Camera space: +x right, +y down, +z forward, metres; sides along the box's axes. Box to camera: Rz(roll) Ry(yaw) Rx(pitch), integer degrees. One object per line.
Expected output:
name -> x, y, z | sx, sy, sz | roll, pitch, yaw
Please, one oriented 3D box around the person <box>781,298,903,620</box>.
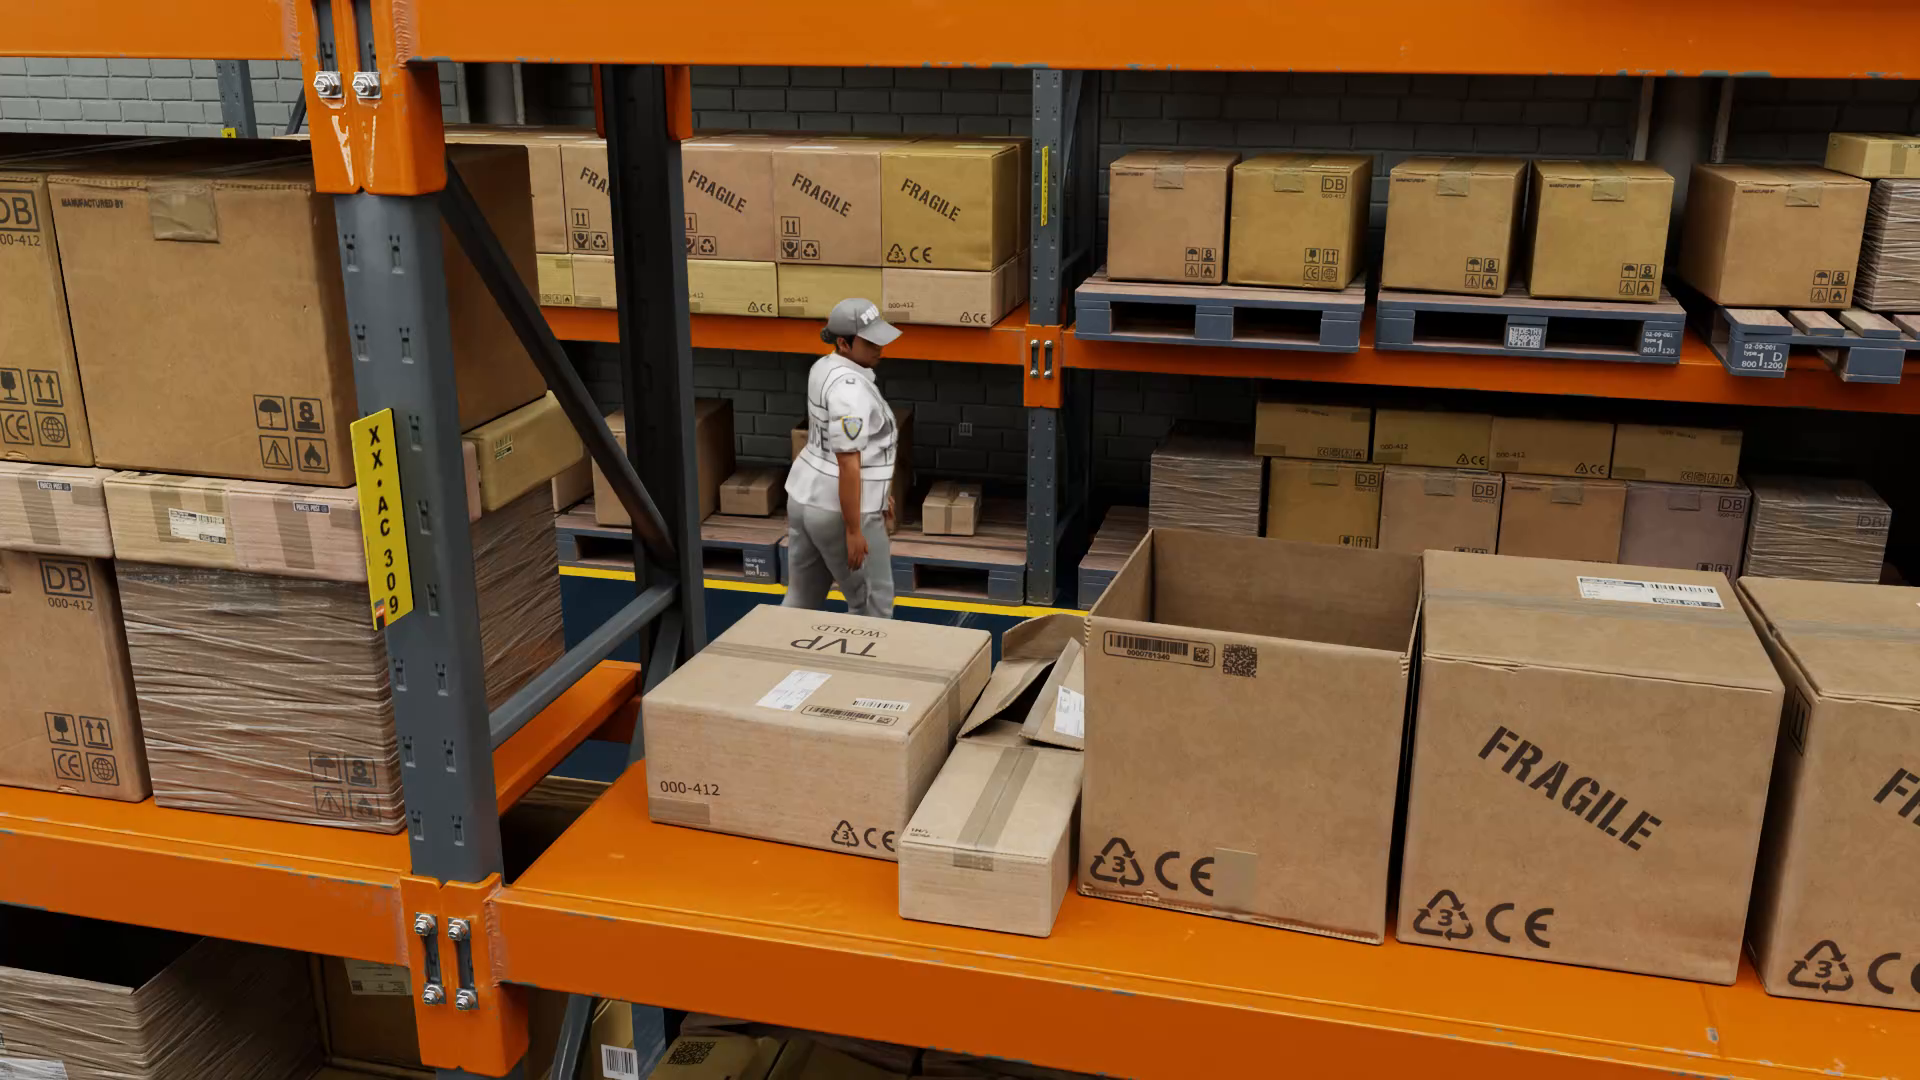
person -> -0.442, -0.112, 6.359 | 0.674, 1.643, 0.531 | -8, 20, -22
